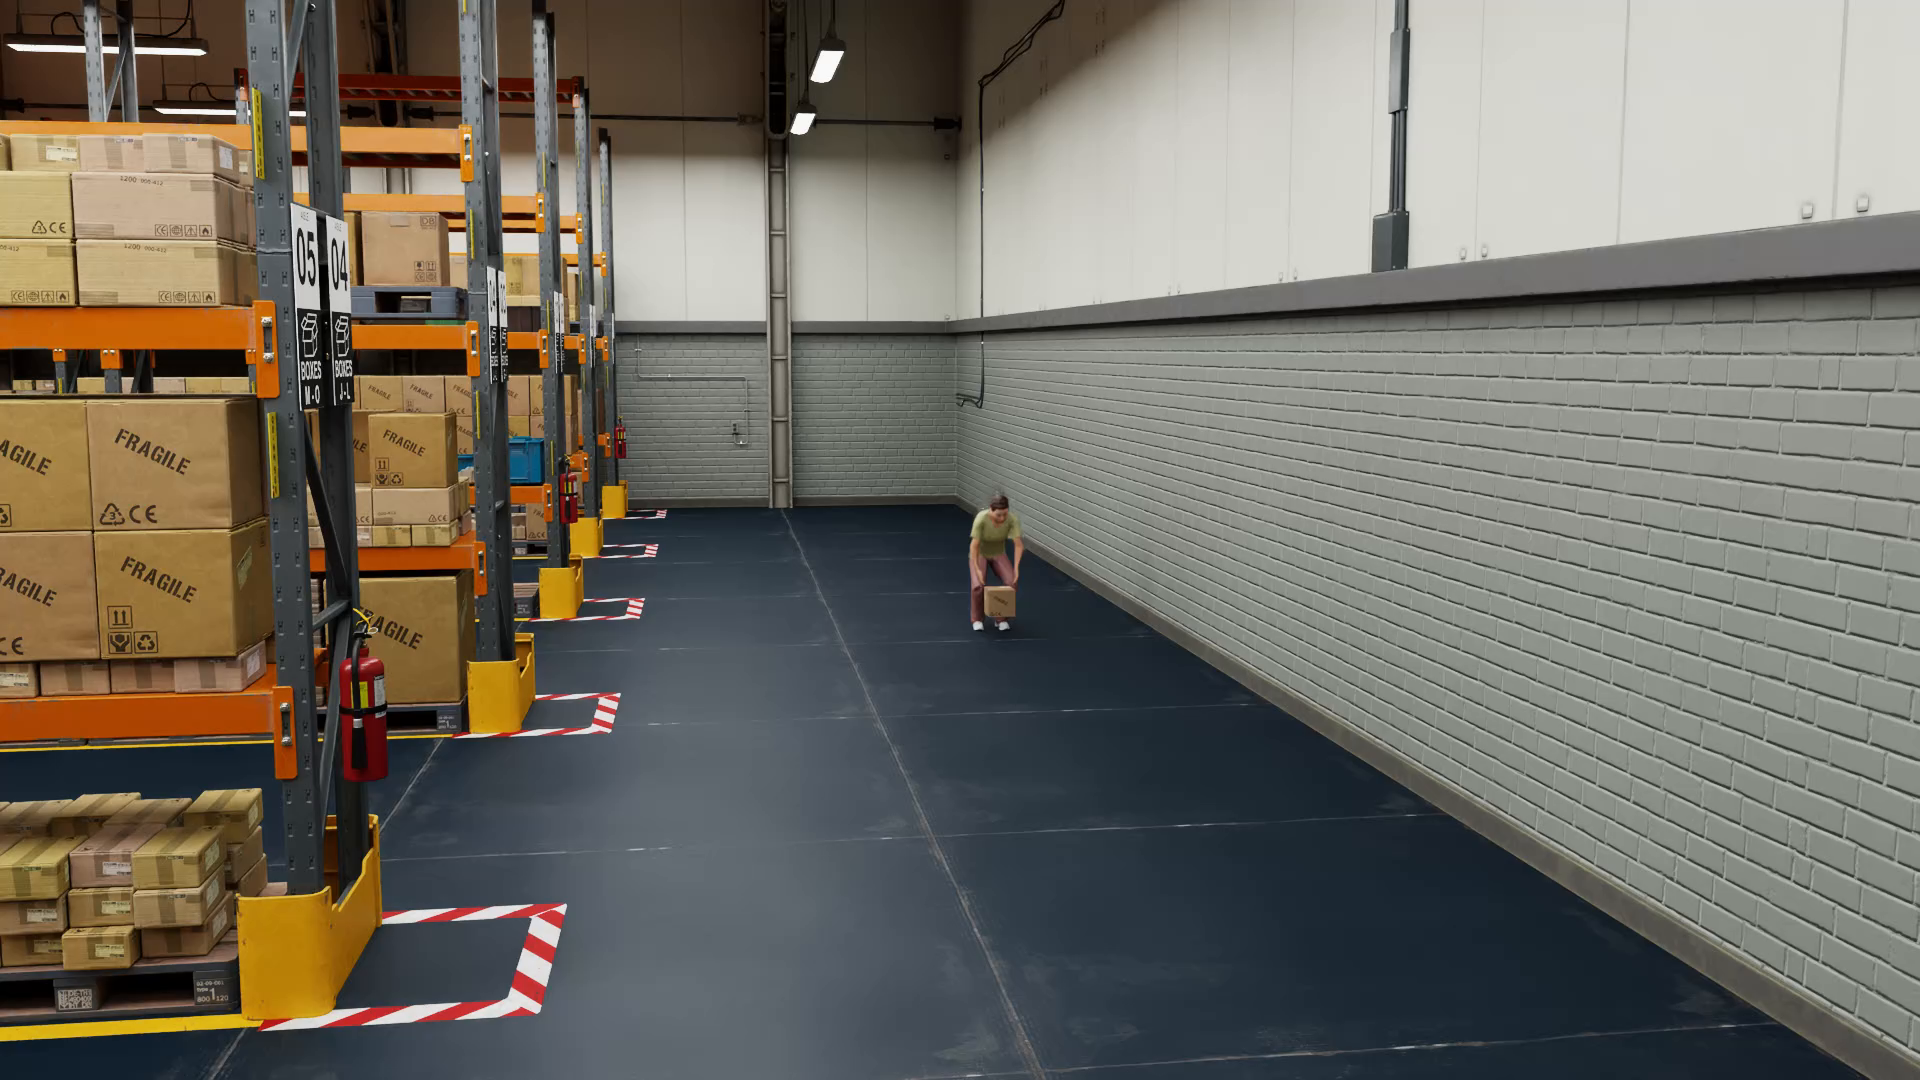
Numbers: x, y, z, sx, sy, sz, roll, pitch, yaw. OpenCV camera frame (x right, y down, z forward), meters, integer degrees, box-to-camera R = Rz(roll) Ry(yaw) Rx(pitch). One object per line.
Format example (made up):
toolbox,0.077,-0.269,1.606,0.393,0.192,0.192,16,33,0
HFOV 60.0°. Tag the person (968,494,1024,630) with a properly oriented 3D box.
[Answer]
person,0.333,0.201,15.696,0.512,1.307,0.680,-1,7,-9
